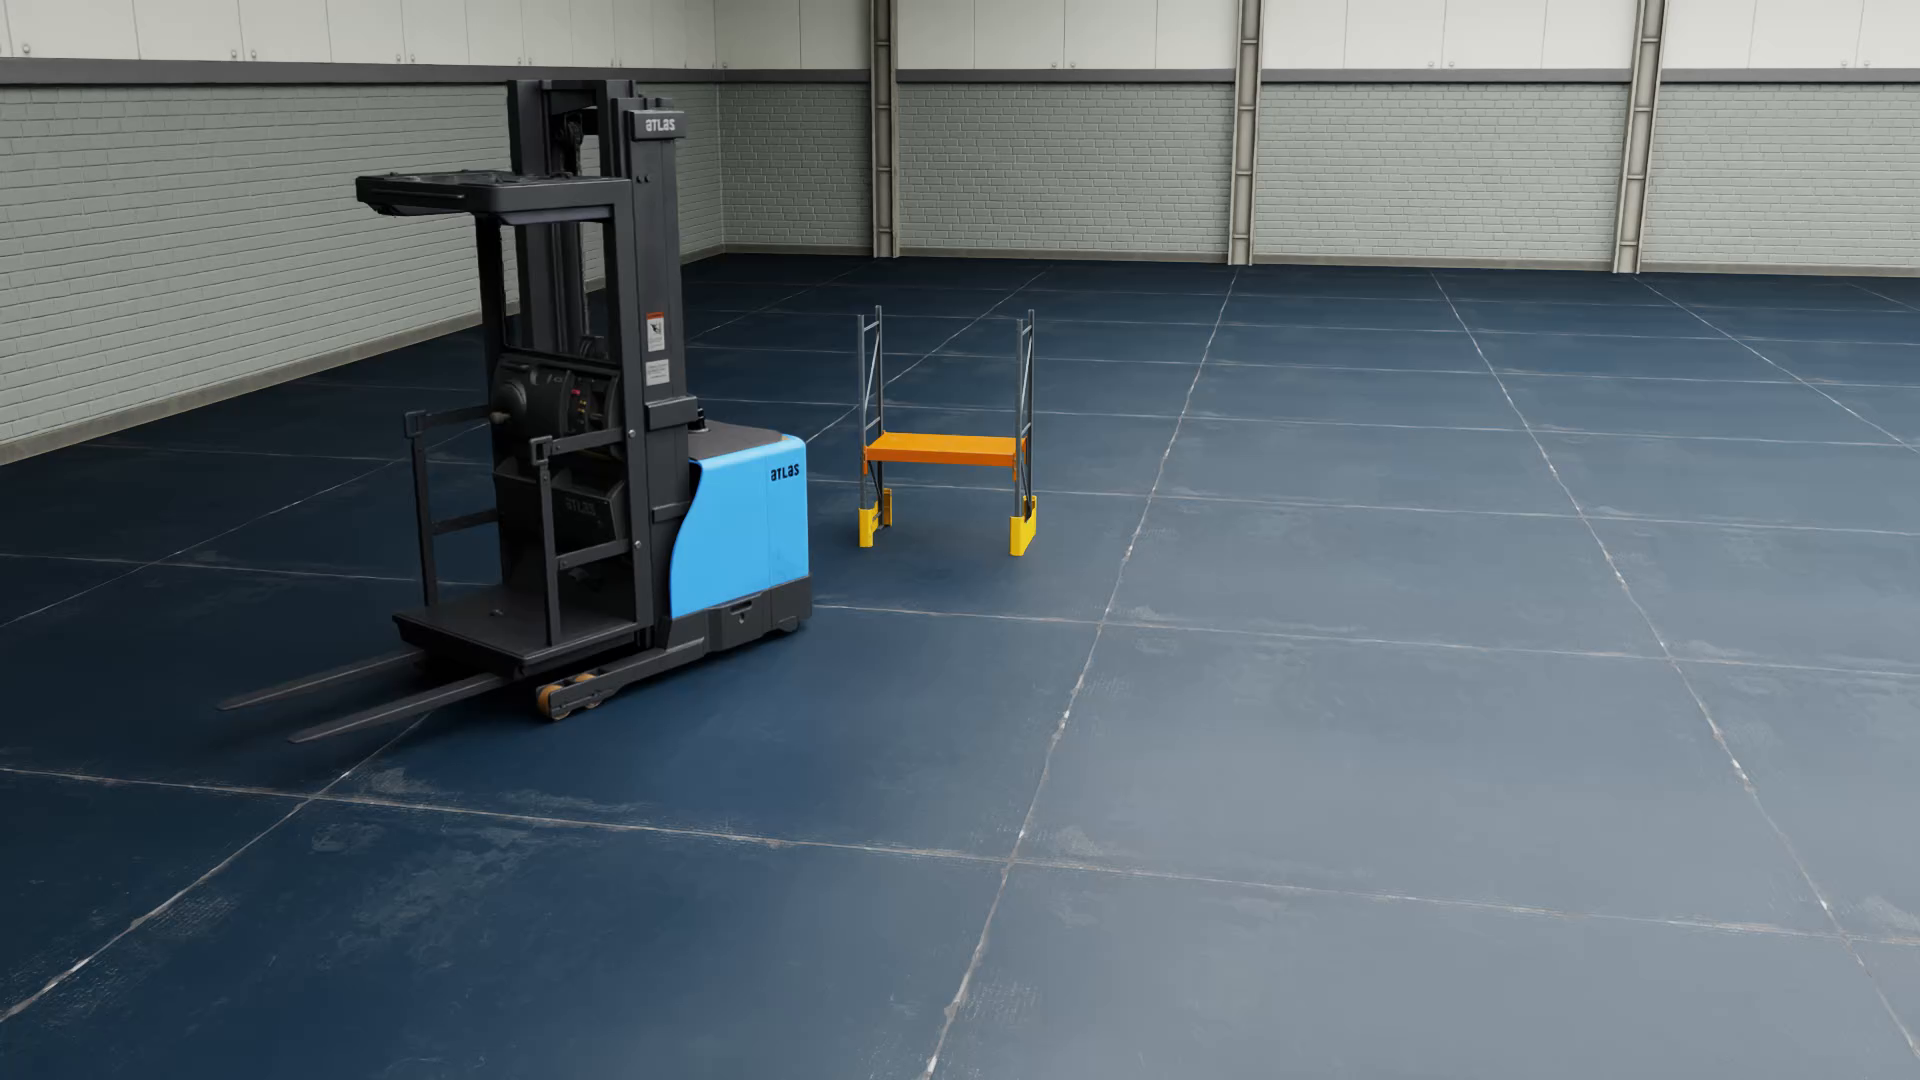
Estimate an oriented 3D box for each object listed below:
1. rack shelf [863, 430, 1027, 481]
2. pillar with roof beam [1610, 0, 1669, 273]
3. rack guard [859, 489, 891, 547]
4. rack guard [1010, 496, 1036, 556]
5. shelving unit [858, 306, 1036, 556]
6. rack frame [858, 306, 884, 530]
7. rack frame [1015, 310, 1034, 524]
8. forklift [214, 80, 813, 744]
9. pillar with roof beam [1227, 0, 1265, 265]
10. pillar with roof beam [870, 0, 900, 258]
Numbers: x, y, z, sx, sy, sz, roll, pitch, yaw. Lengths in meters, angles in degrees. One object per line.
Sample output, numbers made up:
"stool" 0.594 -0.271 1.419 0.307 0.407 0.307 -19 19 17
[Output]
"rack shelf" -0.084 -0.554 10.856 1.000 0.185 0.538 3 16 11
"pillar with roof beam" 9.641 -7.443 21.004 0.400 9.000 9.100 3 16 11
"rack guard" -0.563 -0.151 11.069 0.087 0.250 0.587 3 16 11
"rack guard" 0.413 -0.098 10.878 0.087 0.250 0.587 3 16 11
"shelving unit" -0.075 -0.727 10.806 1.083 1.500 0.587 3 16 11
"rack frame" -0.582 -0.754 10.906 0.032 1.500 0.500 3 16 11
"rack frame" 0.415 -0.700 10.711 0.032 1.500 0.500 3 16 11
"forklift" -2.134 -0.707 8.053 1.130 2.935 3.031 12 20 37
"pillar with roof beam" 3.761 -7.762 22.156 0.400 9.000 9.100 3 16 11
"pillar with roof beam" -2.118 -8.081 23.308 0.400 9.000 9.100 3 16 11
